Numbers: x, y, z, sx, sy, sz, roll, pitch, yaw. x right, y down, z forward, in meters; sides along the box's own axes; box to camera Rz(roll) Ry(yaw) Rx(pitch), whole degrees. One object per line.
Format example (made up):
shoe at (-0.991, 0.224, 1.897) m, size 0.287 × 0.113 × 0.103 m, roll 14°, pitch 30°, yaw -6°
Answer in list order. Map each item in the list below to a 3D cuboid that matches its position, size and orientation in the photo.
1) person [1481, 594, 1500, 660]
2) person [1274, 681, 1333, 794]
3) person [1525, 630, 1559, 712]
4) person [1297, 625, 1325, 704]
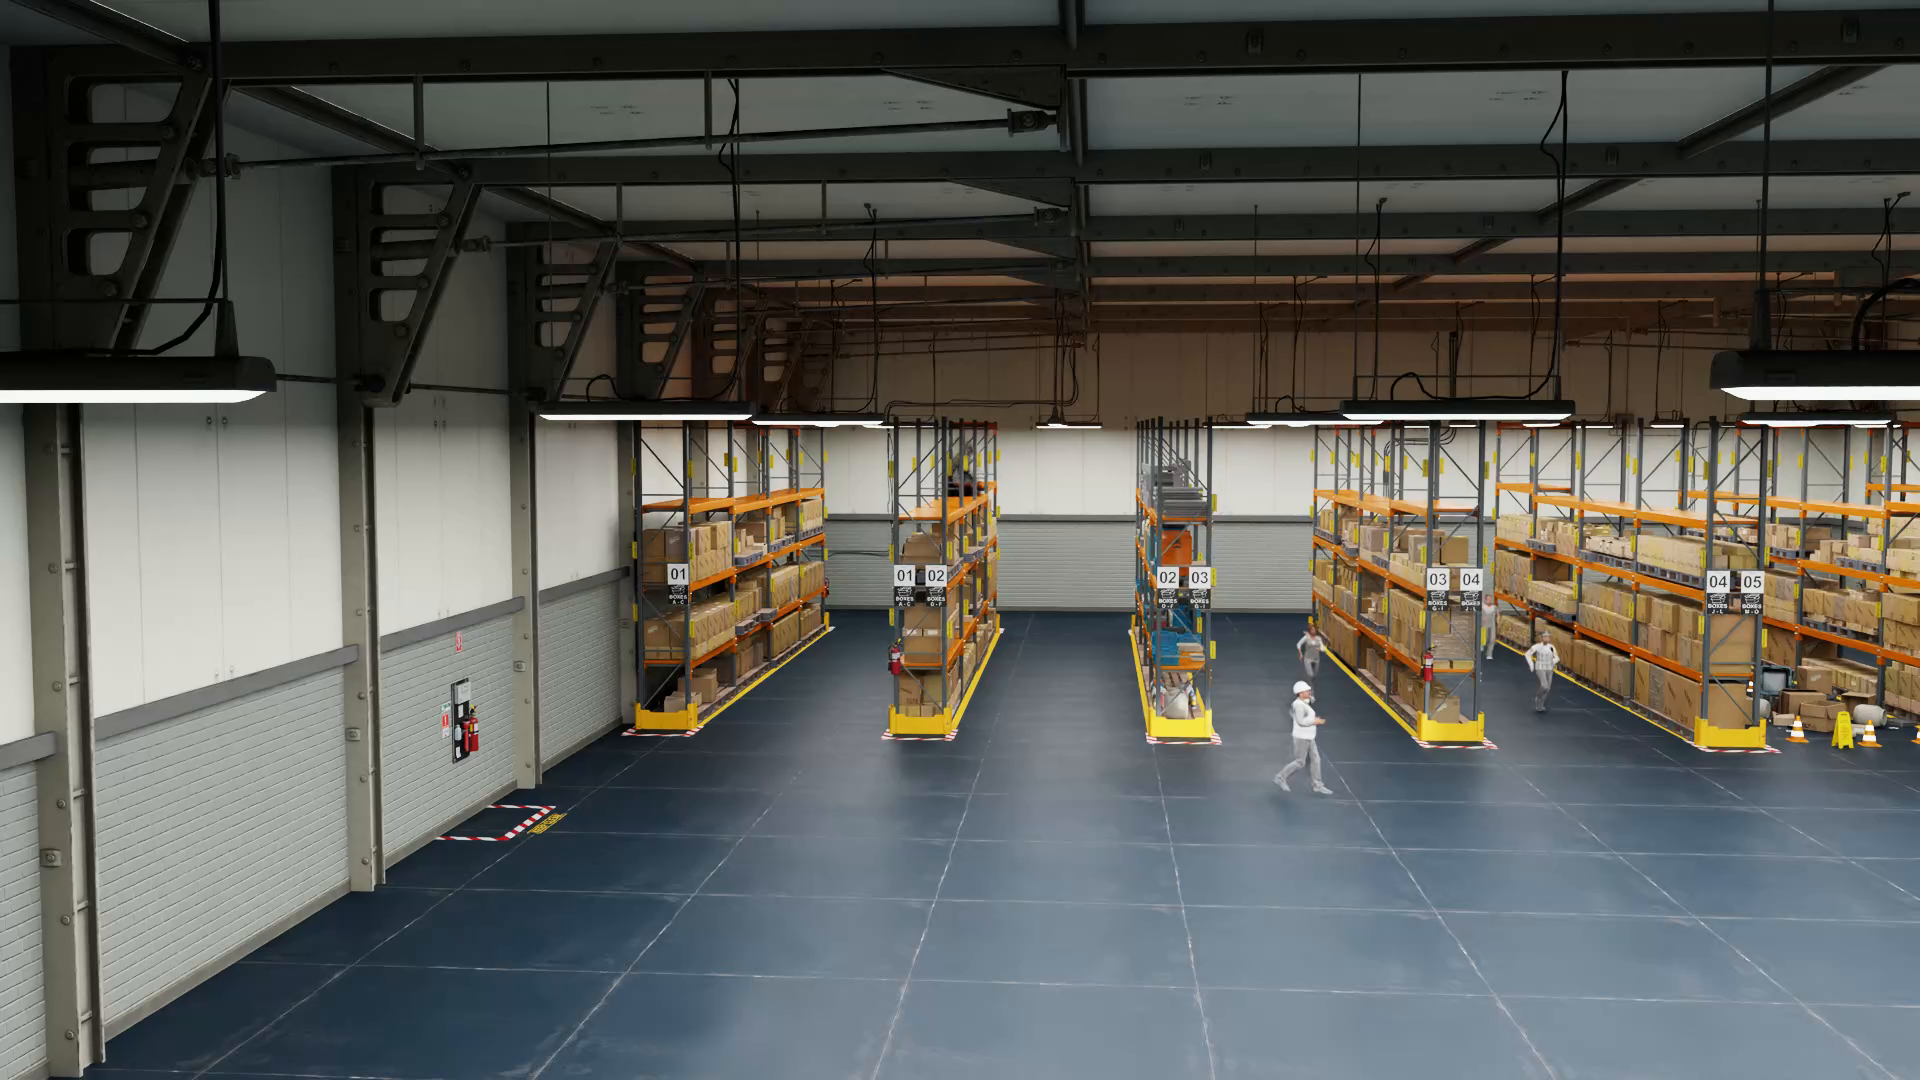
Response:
person at (13.331, 2.185, 41.887) m, size 0.580 × 1.633 × 0.810 m, roll 0°, pitch 4°, yaw 4°
person at (5.395, 3.100, 26.087) m, size 0.906 × 1.767 × 0.661 m, roll 1°, pitch 4°, yaw 20°
person at (11.903, 2.666, 33.837) m, size 0.592 × 1.671 × 0.626 m, roll -1°, pitch 4°, yaw -8°
person at (7.461, 2.604, 35.307) m, size 0.517 × 1.630 × 0.784 m, roll -1°, pitch 4°, yaw -8°
